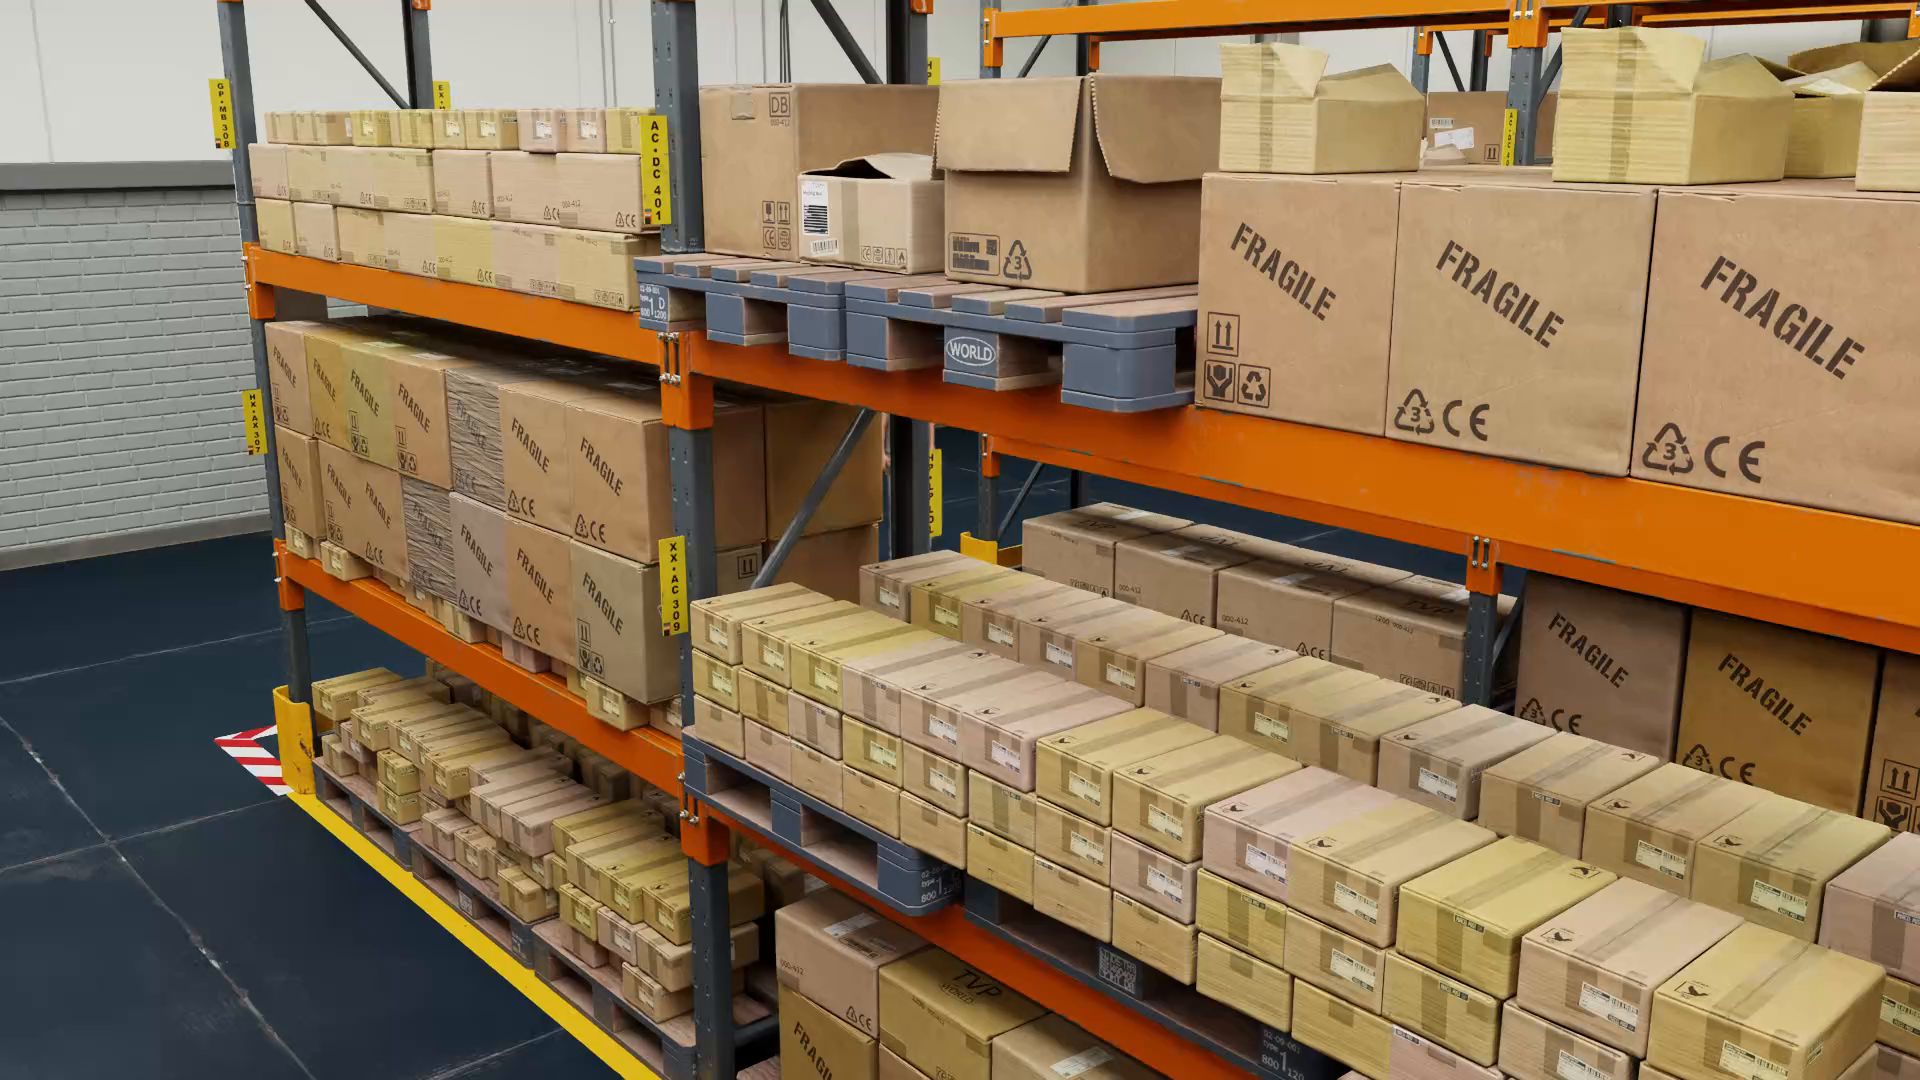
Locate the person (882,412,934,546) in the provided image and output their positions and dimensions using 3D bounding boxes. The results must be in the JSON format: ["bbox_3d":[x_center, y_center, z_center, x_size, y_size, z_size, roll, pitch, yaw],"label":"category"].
[{"bbox_3d":[-0.426,-0.679,13.127,0.465,1.683,0.385,-4,15,-16],"label":"person"}]
